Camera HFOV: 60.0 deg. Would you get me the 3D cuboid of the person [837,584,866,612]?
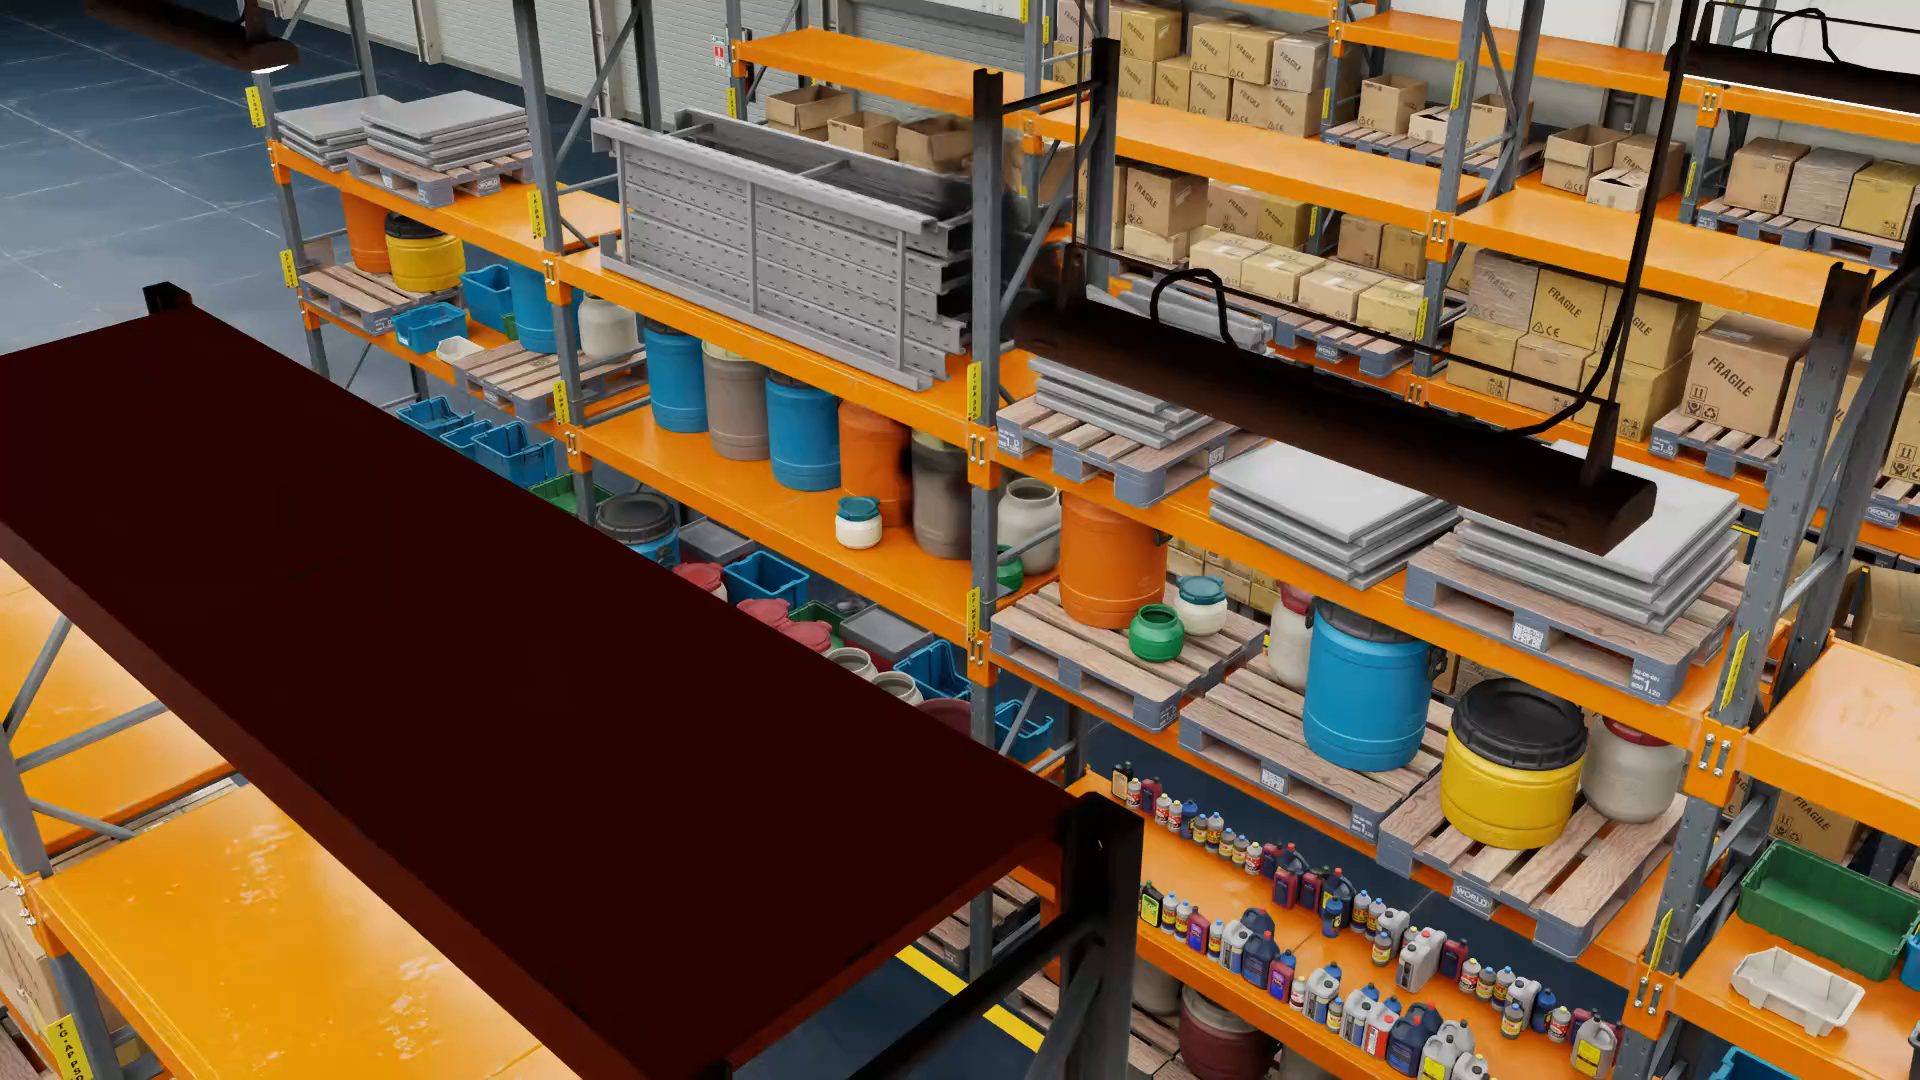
[{"bbox_3d":[-0.962,-0.048,14.694,0.649,1.651,0.652,15,33,25],"label":"person"}]
